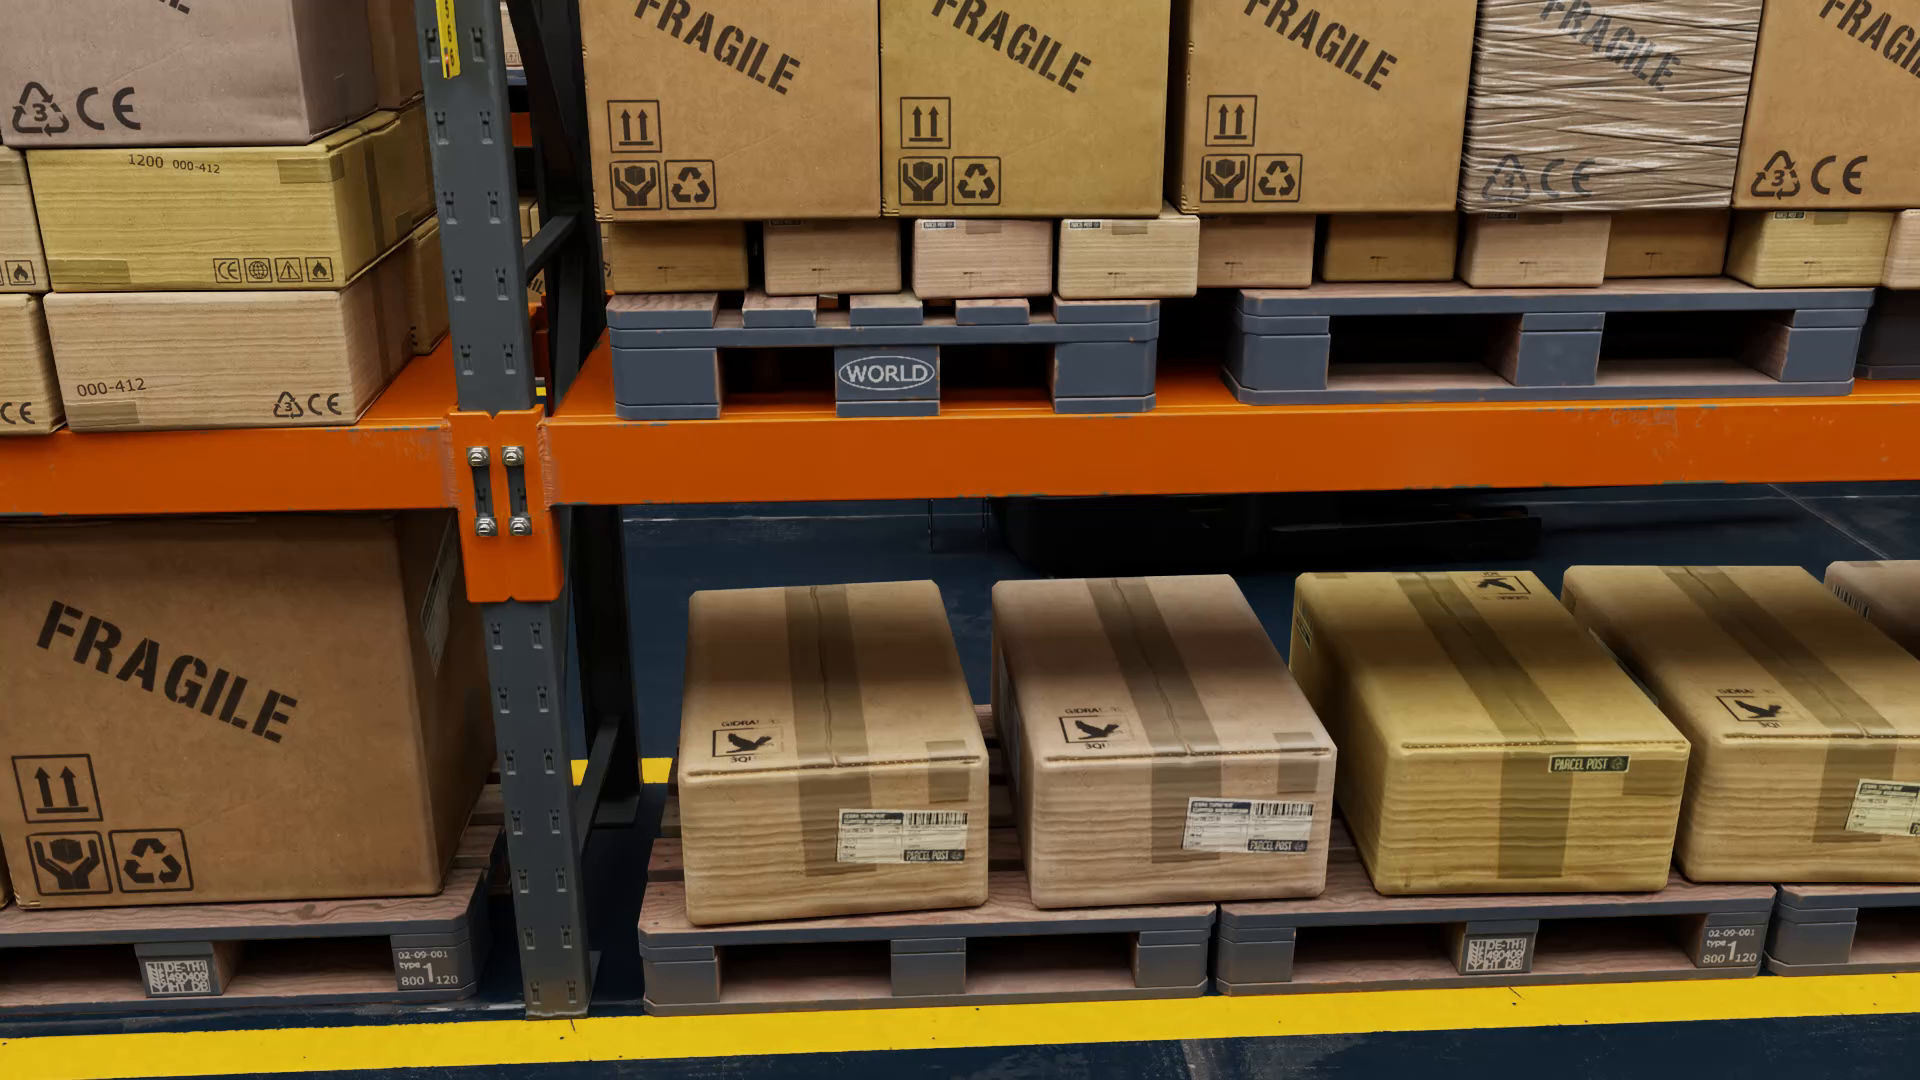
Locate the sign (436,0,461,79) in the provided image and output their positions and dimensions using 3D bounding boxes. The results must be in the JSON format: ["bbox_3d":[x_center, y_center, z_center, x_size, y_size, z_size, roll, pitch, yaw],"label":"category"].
[{"bbox_3d":[-0.839,-0.918,2.690,0.005,0.325,0.100,-1,21,-3],"label":"sign"}]

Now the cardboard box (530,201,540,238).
[{"bbox_3d":[-1.910,-1.552,7.994,0.250,0.149,0.380,-2,21,-6],"label":"cardboard box"}]

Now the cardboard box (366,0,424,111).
[{"bbox_3d":[-1.380,-1.165,3.420,0.500,0.500,0.500,-2,21,-5],"label":"cardboard box"}]

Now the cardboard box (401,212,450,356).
[{"bbox_3d":[-1.376,-0.584,3.649,0.500,0.250,0.500,-2,21,-4],"label":"cardboard box"}]

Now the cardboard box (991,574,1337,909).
[{"bbox_3d":[0.427,0.432,3.874,0.625,0.372,0.950,-2,21,-4],"label":"cardboard box"}]

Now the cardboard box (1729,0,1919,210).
[{"bbox_3d":[1.661,-0.928,3.194,0.500,0.500,0.500,0,21,-1],"label":"cardboard box"}]

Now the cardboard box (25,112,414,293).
[{"bbox_3d":[-1.343,-0.638,3.089,0.500,0.250,0.500,-1,21,-3],"label":"cardboard box"}]

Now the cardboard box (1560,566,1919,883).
[{"bbox_3d":[1.879,0.404,3.948,0.625,0.372,0.950,0,21,0],"label":"cardboard box"}]

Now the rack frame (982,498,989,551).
[{"bbox_3d":[0.093,-0.422,5.966,0.006,0.900,0.240,-1,21,-3],"label":"rack frame"}]

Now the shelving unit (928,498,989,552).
[{"bbox_3d":[-0.008,-0.420,5.960,0.210,0.900,0.258,-1,21,-3],"label":"shelving unit"}]

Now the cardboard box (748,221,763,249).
[{"bbox_3d":[-0.560,-0.743,3.621,0.250,0.149,0.380,0,21,-1],"label":"cardboard box"}]

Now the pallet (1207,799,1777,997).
[{"bbox_3d":[1.122,0.690,4.013,1.213,0.211,1.003,-1,21,-3],"label":"pallet"}]

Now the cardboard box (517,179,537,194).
[{"bbox_3d":[-2.210,-1.740,8.485,0.250,0.149,0.380,-1,21,-2],"label":"cardboard box"}]

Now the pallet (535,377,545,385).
[{"bbox_3d":[-1.908,-1.033,8.537,1.213,0.211,1.003,-1,21,-3],"label":"pallet"}]

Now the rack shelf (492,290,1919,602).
[{"bbox_3d":[1.123,-0.279,3.649,4.000,0.370,1.077,-1,21,-3],"label":"rack shelf"}]

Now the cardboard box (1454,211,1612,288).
[{"bbox_3d":[1.078,-0.609,3.269,0.250,0.149,0.380,-1,21,-1],"label":"cardboard box"}]

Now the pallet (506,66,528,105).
[{"bbox_3d":[-1.833,-2.209,7.978,1.003,0.211,1.213,-1,21,-3],"label":"pallet"}]

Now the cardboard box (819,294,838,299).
[{"bbox_3d":[-0.537,-1.432,8.413,0.625,0.625,0.875,-1,21,-1],"label":"cardboard box"}]

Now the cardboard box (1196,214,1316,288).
[{"bbox_3d":[0.534,-0.608,3.264,0.250,0.149,0.380,0,21,0],"label":"cardboard box"}]

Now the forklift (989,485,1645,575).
[{"bbox_3d":[1.627,-1.479,5.887,3.031,2.935,1.130,-3,21,-8],"label":"forklift"}]

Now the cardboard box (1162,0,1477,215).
[{"bbox_3d":[0.639,-0.910,3.146,0.500,0.500,0.500,-1,21,-2],"label":"cardboard box"}]

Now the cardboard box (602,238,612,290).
[{"bbox_3d":[-1.570,-1.281,8.192,0.500,0.500,0.500,-1,21,-1],"label":"cardboard box"}]

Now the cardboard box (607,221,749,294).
[{"bbox_3d":[-0.538,-0.594,3.228,0.250,0.149,0.380,-2,21,-6],"label":"cardboard box"}]

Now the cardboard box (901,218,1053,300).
[{"bbox_3d":[0.022,-0.577,3.183,0.250,0.149,0.380,-3,21,-7],"label":"cardboard box"}]

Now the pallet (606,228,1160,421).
[{"bbox_3d":[-0.168,-0.537,3.585,1.003,0.211,1.213,-1,21,-3],"label":"pallet"}]

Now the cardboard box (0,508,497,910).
[{"bbox_3d":[-1.568,0.207,3.758,0.875,0.875,0.875,-1,21,-4],"label":"cardboard box"}]

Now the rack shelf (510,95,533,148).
[{"bbox_3d":[-3.157,-1.961,8.066,4.000,0.370,1.077,-1,21,-3],"label":"rack shelf"}]

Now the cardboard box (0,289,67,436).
[{"bbox_3d":[-1.873,-0.386,3.129,0.500,0.250,0.500,-1,21,-2],"label":"cardboard box"}]

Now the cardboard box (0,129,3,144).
[{"bbox_3d":[-1.886,-0.972,2.912,0.500,0.500,0.500,-1,21,-2],"label":"cardboard box"}]

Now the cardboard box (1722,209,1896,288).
[{"bbox_3d":[1.603,-0.610,3.271,0.250,0.149,0.380,-1,21,-3],"label":"cardboard box"}]

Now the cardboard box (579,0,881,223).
[{"bbox_3d":[-0.411,-0.883,3.077,0.500,0.500,0.500,-2,21,-5],"label":"cardboard box"}]

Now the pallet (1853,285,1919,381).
[{"bbox_3d":[2.349,-0.602,3.756,1.213,0.211,1.003,-1,21,-3],"label":"pallet"}]
